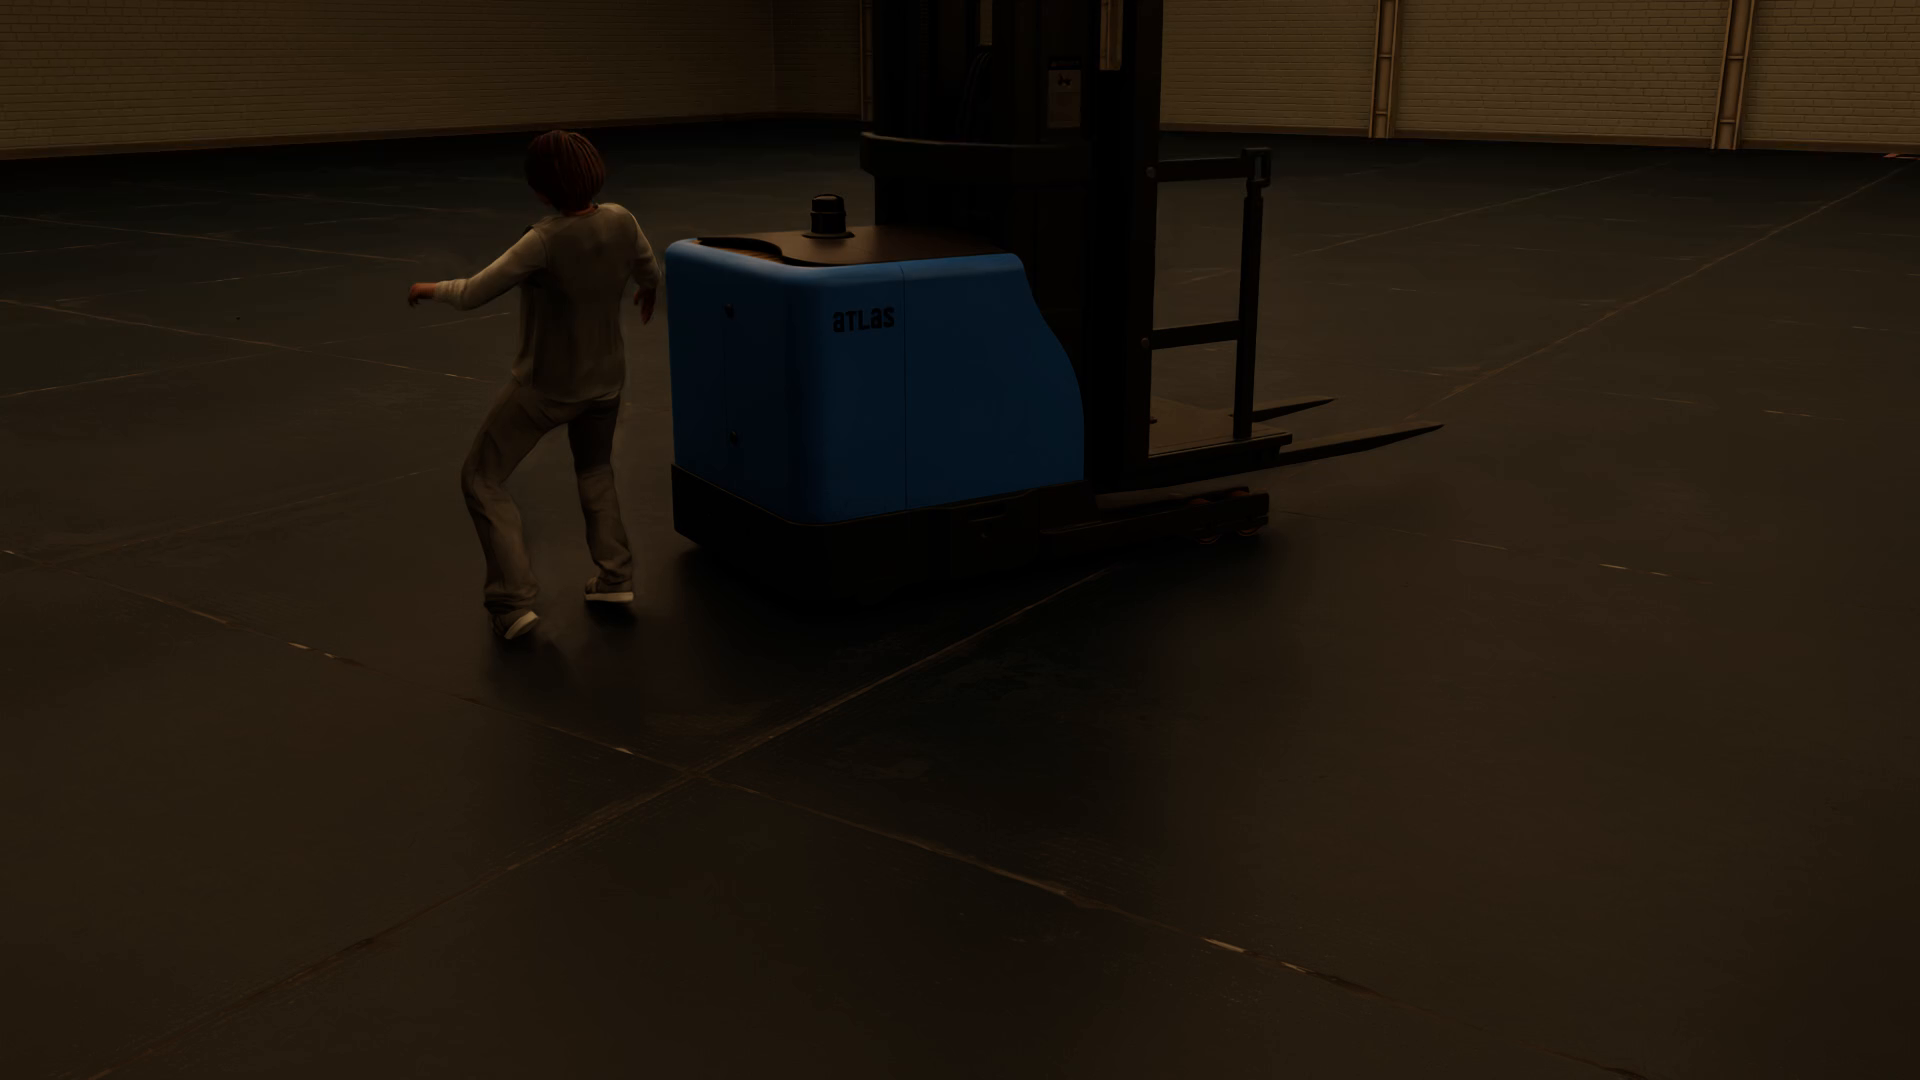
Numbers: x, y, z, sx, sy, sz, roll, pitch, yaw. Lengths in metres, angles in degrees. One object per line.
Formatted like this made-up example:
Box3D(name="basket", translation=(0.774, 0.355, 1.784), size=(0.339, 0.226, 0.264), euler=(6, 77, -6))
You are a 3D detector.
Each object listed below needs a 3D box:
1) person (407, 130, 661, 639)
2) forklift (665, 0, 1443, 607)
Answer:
Box3D(name="person", translation=(-1.201, -0.479, 5.106), size=(0.691, 1.543, 0.817), euler=(11, 20, 32))
Box3D(name="forklift", translation=(0.510, -1.500, 5.849), size=(3.031, 2.935, 1.130), euler=(-11, 20, -32))
